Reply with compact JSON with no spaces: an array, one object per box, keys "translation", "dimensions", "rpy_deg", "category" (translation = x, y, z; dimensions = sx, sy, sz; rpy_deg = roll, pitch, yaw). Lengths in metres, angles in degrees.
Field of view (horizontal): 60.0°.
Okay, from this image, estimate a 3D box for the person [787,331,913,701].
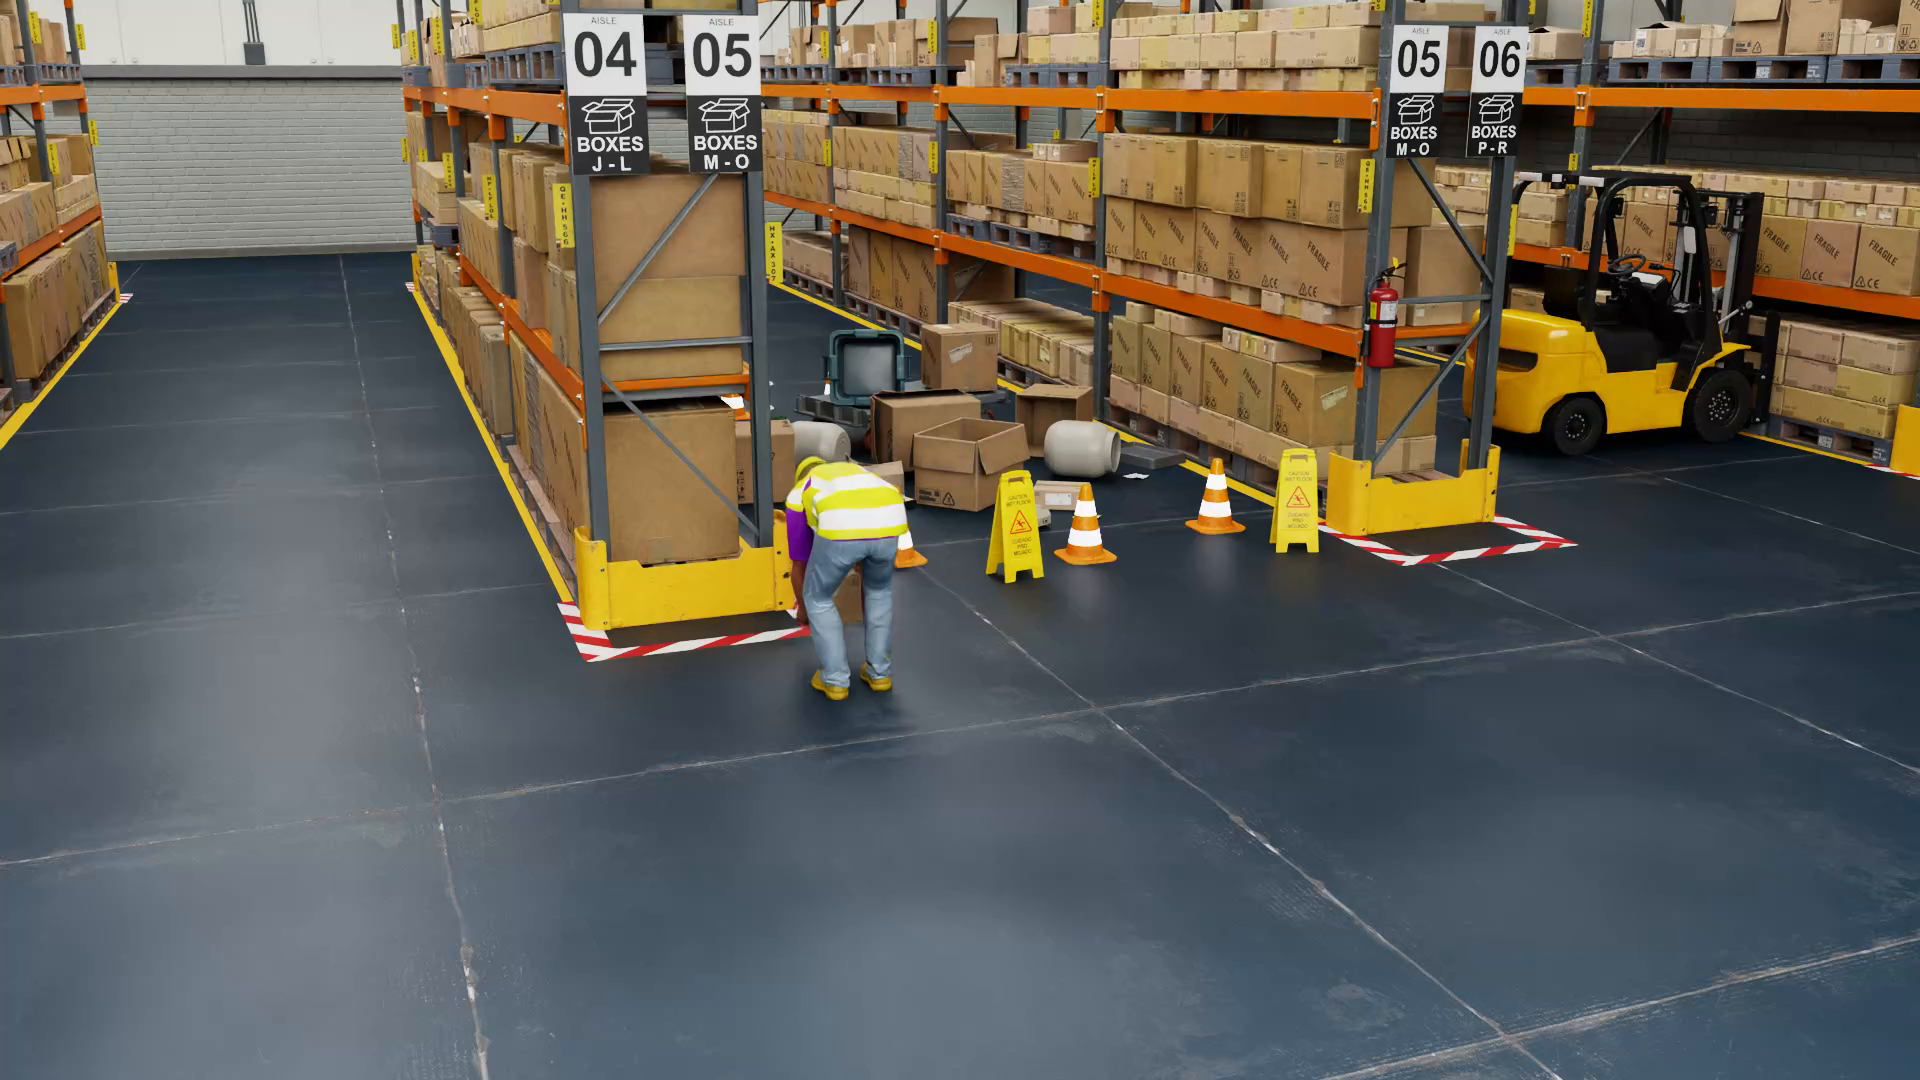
[{"translation":[-0.526,-0.113,7.902],"dimensions":[0.631,1.759,0.461],"rpy_deg":[-7,17,-23],"category":"person"}]
